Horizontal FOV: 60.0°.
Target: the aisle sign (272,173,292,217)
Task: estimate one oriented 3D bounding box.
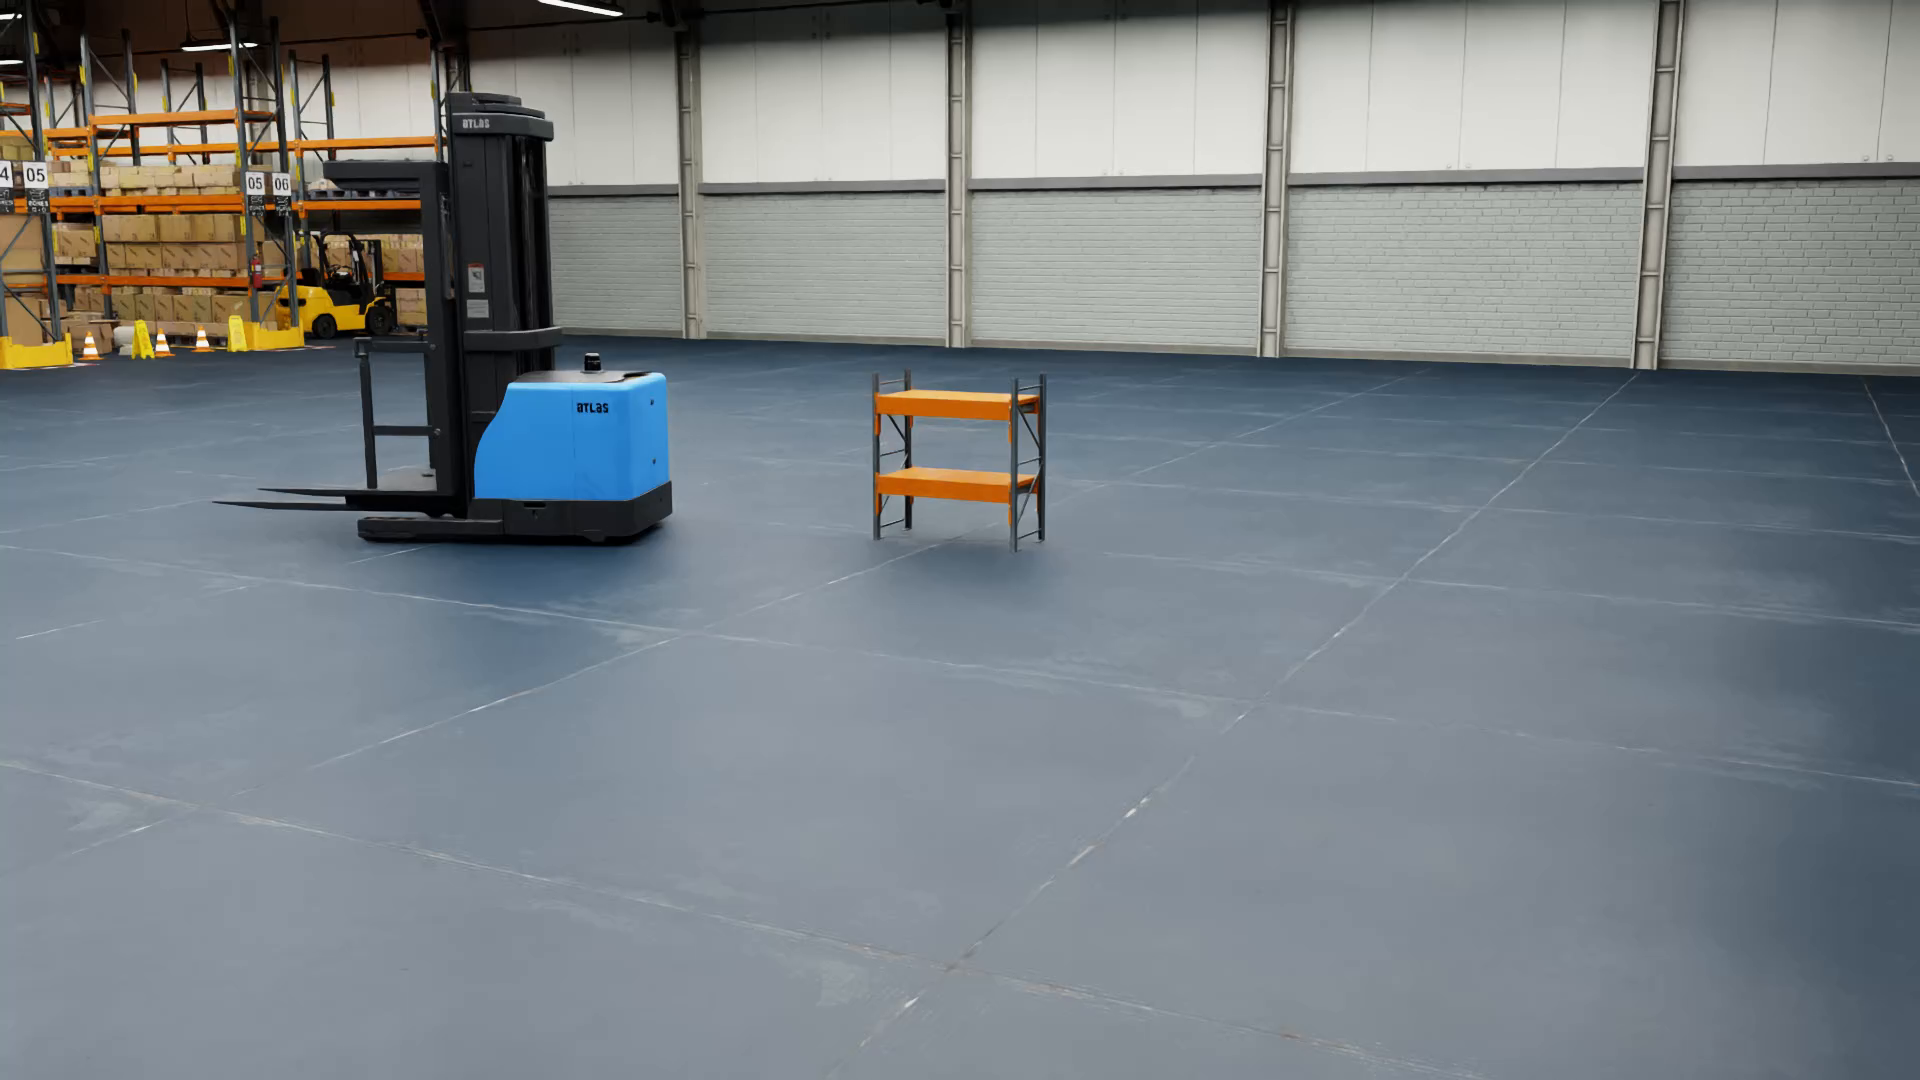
[{"bbox_3d":[-12.560,-6.391,30.821,0.004,0.787,0.394,5,11,26],"label":"aisle sign"}]

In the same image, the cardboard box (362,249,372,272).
[{"bbox_3d":[-12.494,-6.027,35.828,0.500,0.500,0.500,5,11,26],"label":"cardboard box"}]

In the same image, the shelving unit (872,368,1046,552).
[{"bbox_3d":[-0.006,-0.554,11.133,1.048,1.125,0.538,5,11,26],"label":"shelving unit"}]

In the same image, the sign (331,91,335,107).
[{"bbox_3d":[-13.879,-9.752,36.777,0.005,0.325,0.100,5,11,26],"label":"sign"}]

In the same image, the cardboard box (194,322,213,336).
[{"bbox_3d":[-14.058,-3.984,31.361,0.500,0.250,0.500,5,11,26],"label":"cardboard box"}]

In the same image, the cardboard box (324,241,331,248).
[{"bbox_3d":[-13.744,-6.457,36.381,0.250,0.149,0.380,5,12,27],"label":"cardboard box"}]

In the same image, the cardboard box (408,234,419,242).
[{"bbox_3d":[-11.456,-6.400,35.235,0.250,0.149,0.380,5,12,27],"label":"cardboard box"}]

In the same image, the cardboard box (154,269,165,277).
[{"bbox_3d":[-15.056,-5.081,31.585,0.250,0.149,0.380,5,11,26],"label":"cardboard box"}]

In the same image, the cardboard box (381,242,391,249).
[{"bbox_3d":[-12.156,-6.309,35.562,0.250,0.149,0.380,5,11,26],"label":"cardboard box"}]

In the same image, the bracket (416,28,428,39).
[{"bbox_3d":[-11.315,-10.758,35.299,0.430,0.232,0.235,5,11,26],"label":"bracket"}]

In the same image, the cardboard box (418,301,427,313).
[{"bbox_3d":[-11.134,-4.948,35.287,0.500,0.250,0.500,5,11,25],"label":"cardboard box"}]

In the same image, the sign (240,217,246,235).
[{"bbox_3d":[-13.016,-5.706,30.194,0.005,0.325,0.100,5,11,26],"label":"sign"}]

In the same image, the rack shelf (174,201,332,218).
[{"bbox_3d":[-15.940,-7.455,37.598,4.000,0.370,1.077,5,11,26],"label":"rack shelf"}]

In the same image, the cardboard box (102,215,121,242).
[{"bbox_3d":[-16.041,-6.001,32.041,0.500,0.500,0.700,5,11,25],"label":"cardboard box"}]

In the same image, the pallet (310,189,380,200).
[{"bbox_3d":[-13.370,-7.545,36.322,1.213,0.211,1.003,5,11,26],"label":"pallet"}]

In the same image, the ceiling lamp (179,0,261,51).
[{"bbox_3d":[-14.995,-11.638,33.876,2.000,3.185,0.800,5,11,26],"label":"ceiling lamp"}]

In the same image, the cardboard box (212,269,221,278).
[{"bbox_3d":[-13.679,-4.965,30.946,0.250,0.149,0.380,5,11,25],"label":"cardboard box"}]

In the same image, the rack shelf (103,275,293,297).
[{"bbox_3d":[-14.546,-4.871,31.741,4.000,0.370,1.077,5,11,26],"label":"rack shelf"}]

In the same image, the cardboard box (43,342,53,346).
[{"bbox_3d":[-16.083,-3.397,29.256,0.258,0.266,0.396,7,13,36],"label":"cardboard box"}]

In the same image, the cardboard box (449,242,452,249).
[{"bbox_3d":[-10.749,-6.297,35.498,0.250,0.149,0.380,5,11,24],"label":"cardboard box"}]

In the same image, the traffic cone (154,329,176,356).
[{"bbox_3d":[-13.895,-3.443,28.954,0.334,0.463,0.336,5,11,26],"label":"traffic cone"}]

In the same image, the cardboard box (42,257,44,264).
[{"bbox_3d":[-18.290,-5.590,33.223,0.250,0.149,0.380,5,12,28],"label":"cardboard box"}]

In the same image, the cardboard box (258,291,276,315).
[{"bbox_3d":[-15.312,-5.315,37.666,0.625,0.625,0.875,5,11,25],"label":"cardboard box"}]

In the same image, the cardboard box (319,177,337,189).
[{"bbox_3d":[-13.509,-7.759,36.047,0.500,0.311,0.500,5,12,27],"label":"cardboard box"}]

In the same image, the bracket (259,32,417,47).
[{"bbox_3d":[-13.625,-10.962,36.421,4.783,0.066,0.076,5,11,26],"label":"bracket"}]

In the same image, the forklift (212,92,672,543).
[{"bbox_3d":[-3.607,-1.515,11.371,3.031,2.935,1.130,1,10,6],"label":"forklift"}]

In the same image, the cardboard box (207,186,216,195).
[{"bbox_3d":[-13.657,-6.444,30.695,0.250,0.149,0.380,5,12,28],"label":"cardboard box"}]

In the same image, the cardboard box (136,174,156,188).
[{"bbox_3d":[-15.156,-6.772,31.389,0.500,0.250,0.500,5,11,26],"label":"cardboard box"}]

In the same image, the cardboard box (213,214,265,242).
[{"bbox_3d":[-13.307,-5.760,30.712,0.500,0.500,0.700,5,11,24],"label":"cardboard box"}]

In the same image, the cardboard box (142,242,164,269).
[{"bbox_3d":[-15.163,-5.421,31.647,0.500,0.500,0.500,5,11,25],"label":"cardboard box"}]

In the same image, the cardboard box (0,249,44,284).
[{"bbox_3d":[-15.205,-4.365,26.502,0.550,0.550,0.875,5,11,26],"label":"cardboard box"}]

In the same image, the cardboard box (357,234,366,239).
[{"bbox_3d":[-12.802,-6.529,35.945,0.250,0.149,0.380,5,11,26],"label":"cardboard box"}]

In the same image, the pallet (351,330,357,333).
[{"bbox_3d":[-13.452,-4.734,36.795,1.213,0.211,1.003,5,11,26],"label":"pallet"}]

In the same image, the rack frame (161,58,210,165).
[{"bbox_3d":[-17.734,-9.443,38.137,0.127,3.000,1.000,5,11,26],"label":"rack frame"}]

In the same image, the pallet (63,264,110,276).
[{"bbox_3d":[-16.961,-5.372,33.026,1.213,0.211,1.003,5,11,26],"label":"pallet"}]

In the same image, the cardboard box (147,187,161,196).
[{"bbox_3d":[-15.051,-6.556,31.312,0.250,0.149,0.380,5,11,25],"label":"cardboard box"}]

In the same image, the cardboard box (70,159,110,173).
[{"bbox_3d":[-16.916,-7.263,32.352,0.500,0.250,0.500,5,12,27],"label":"cardboard box"}]

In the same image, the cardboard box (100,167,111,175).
[{"bbox_3d":[-16.202,-7.050,31.807,0.250,0.149,0.380,5,11,25],"label":"cardboard box"}]

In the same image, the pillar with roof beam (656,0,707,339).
[{"bbox_3d":[-7.309,-7.851,29.341,0.548,9.000,9.100,5,11,26],"label":"pillar with roof beam"}]

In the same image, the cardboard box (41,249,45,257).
[{"bbox_3d":[-18.231,-5.906,33.146,0.500,0.500,0.500,5,11,24],"label":"cardboard box"}]

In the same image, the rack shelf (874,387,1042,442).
[{"bbox_3d":[-0.006,-0.842,11.081,1.000,0.278,0.538,5,11,26],"label":"rack shelf"}]

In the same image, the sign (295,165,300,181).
[{"bbox_3d":[-14.378,-7.973,36.106,0.005,0.325,0.100,5,11,26],"label":"sign"}]

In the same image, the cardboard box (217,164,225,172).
[{"bbox_3d":[-13.401,-6.818,30.524,0.250,0.149,0.380,5,12,27],"label":"cardboard box"}]

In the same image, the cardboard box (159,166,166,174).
[{"bbox_3d":[-14.771,-6.941,31.203,0.250,0.149,0.380,5,12,27],"label":"cardboard box"}]

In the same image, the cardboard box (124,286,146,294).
[{"bbox_3d":[-15.845,-4.815,32.028,0.250,0.149,0.380,5,11,27],"label":"cardboard box"}]

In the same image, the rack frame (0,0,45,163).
[{"bbox_3d":[-14.852,-7.221,25.860,0.127,3.000,1.000,5,11,26],"label":"rack frame"}]

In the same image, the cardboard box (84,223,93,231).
[{"bbox_3d":[-17.625,-6.267,33.316,0.250,0.149,0.380,6,12,29],"label":"cardboard box"}]

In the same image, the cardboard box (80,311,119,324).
[{"bbox_3d":[-16.811,-4.337,32.971,0.625,0.372,0.950,5,11,27],"label":"cardboard box"}]

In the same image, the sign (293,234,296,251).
[{"bbox_3d":[-12.513,-5.580,31.208,0.005,0.325,0.100,5,11,26],"label":"sign"}]

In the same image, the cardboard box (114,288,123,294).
[{"bbox_3d":[-19.918,-5.938,39.636,0.250,0.149,0.380,5,12,28],"label":"cardboard box"}]

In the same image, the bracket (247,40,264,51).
[{"bbox_3d":[-15.951,-11.166,37.550,0.430,0.232,0.235,5,11,26],"label":"bracket"}]

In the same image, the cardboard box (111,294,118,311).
[{"bbox_3d":[-20.059,-5.628,39.745,0.500,0.500,0.500,5,11,24],"label":"cardboard box"}]

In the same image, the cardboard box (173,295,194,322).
[{"bbox_3d":[-14.505,-4.393,31.516,0.500,0.500,0.500,5,11,24],"label":"cardboard box"}]

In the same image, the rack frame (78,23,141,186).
[{"bbox_3d":[-16.340,-8.335,32.014,0.127,3.000,1.000,5,11,26],"label":"rack frame"}]
